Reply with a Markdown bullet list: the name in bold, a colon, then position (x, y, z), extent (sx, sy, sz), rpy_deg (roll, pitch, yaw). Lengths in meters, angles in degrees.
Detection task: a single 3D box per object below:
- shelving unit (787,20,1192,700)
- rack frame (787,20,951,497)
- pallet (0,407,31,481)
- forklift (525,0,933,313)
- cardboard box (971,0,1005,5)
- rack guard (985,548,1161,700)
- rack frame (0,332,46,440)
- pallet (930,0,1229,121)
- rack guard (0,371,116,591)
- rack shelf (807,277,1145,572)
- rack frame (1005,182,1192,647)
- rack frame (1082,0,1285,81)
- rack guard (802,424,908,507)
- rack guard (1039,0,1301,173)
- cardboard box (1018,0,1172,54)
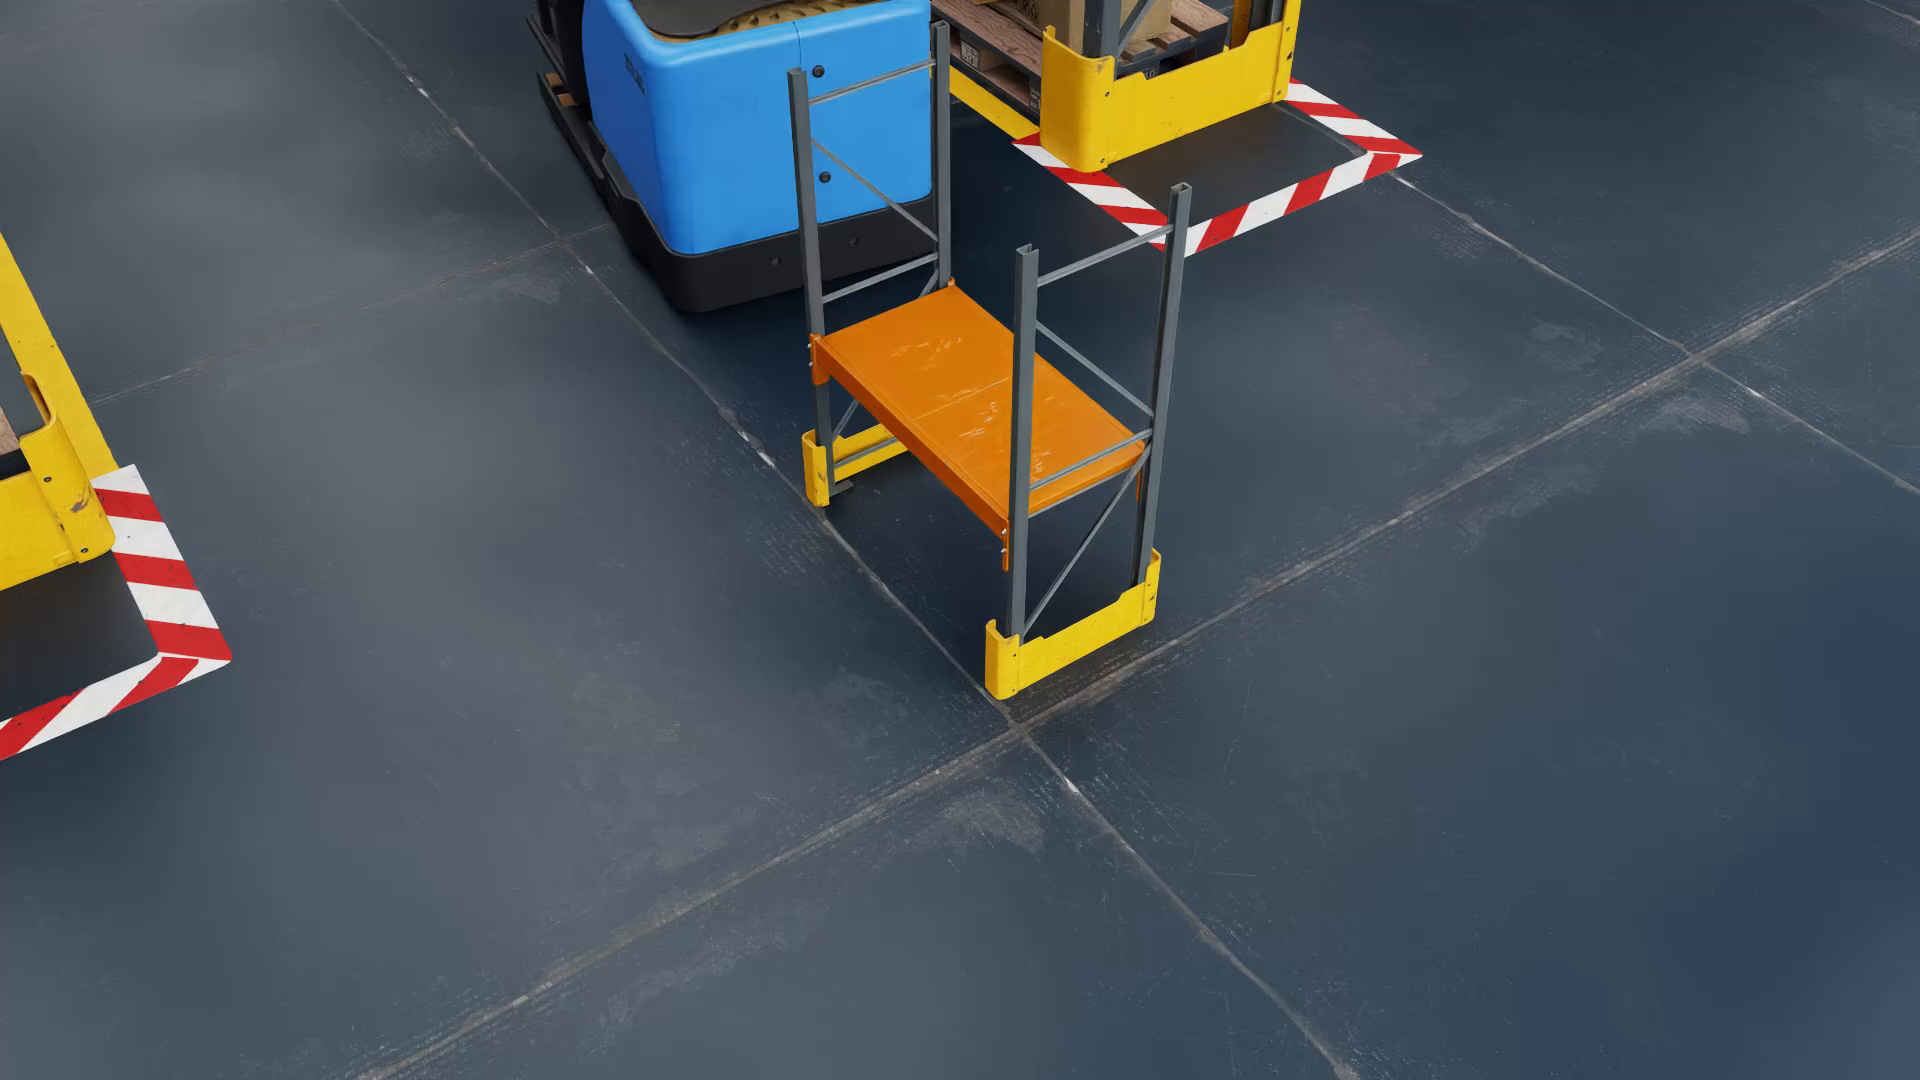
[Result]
- **shelving unit**: position (0.044, -0.499, 4.687), extent (0.587, 1.500, 1.083), rpy_deg (-26, 49, -24)
- **rack frame**: position (-0.242, -0.782, 4.983), extent (0.500, 1.500, 0.032), rpy_deg (-26, 49, -24)
- **pallet**: position (-3.676, -0.382, 5.497), extent (1.003, 0.211, 1.213), rpy_deg (-26, 49, -24)
- **forklift**: position (-1.164, -2.905, 6.170), extent (1.130, 2.935, 3.031), rpy_deg (-18, 46, -18)
- **cardboard box**: position (0.215, -2.793, 7.510), extent (0.500, 0.500, 0.500), rpy_deg (-14, 45, -14)
- **rack guard**: position (0.328, 0.235, 4.823), extent (0.587, 0.250, 0.087), rpy_deg (-26, 49, -24)
- **rack frame**: position (-3.134, -0.904, 4.024), extent (1.000, 3.000, 0.127), rpy_deg (-26, 49, -24)
- **pallet**: position (0.450, -2.369, 7.579), extent (1.003, 0.211, 1.213), rpy_deg (-26, 49, -24)
- **rack guard**: position (-3.216, -0.024, 4.913), extent (1.175, 0.500, 0.348), rpy_deg (-26, 49, -24)
- **rack shelf**: position (0.049, -0.364, 4.806), extent (0.538, 0.185, 1.000), rpy_deg (-26, 49, -24)
- **rack frame**: position (0.340, -0.206, 4.380), extent (0.500, 1.500, 0.032), rpy_deg (-26, 49, -24)
- **rack frame**: position (0.929, -2.860, 6.074), extent (1.000, 3.000, 0.127), rpy_deg (-26, 49, -24)
- **rack guard**: position (-0.241, -0.329, 5.414), extent (0.587, 0.250, 0.087), rpy_deg (-26, 49, -24)
- **rack guard**: position (0.885, -1.999, 6.982), extent (1.175, 0.500, 0.348), rpy_deg (-26, 49, -24)
- **cardboard box**: position (0.585, -2.468, 7.170), extent (0.500, 0.500, 0.500), rpy_deg (-17, 46, -17)
